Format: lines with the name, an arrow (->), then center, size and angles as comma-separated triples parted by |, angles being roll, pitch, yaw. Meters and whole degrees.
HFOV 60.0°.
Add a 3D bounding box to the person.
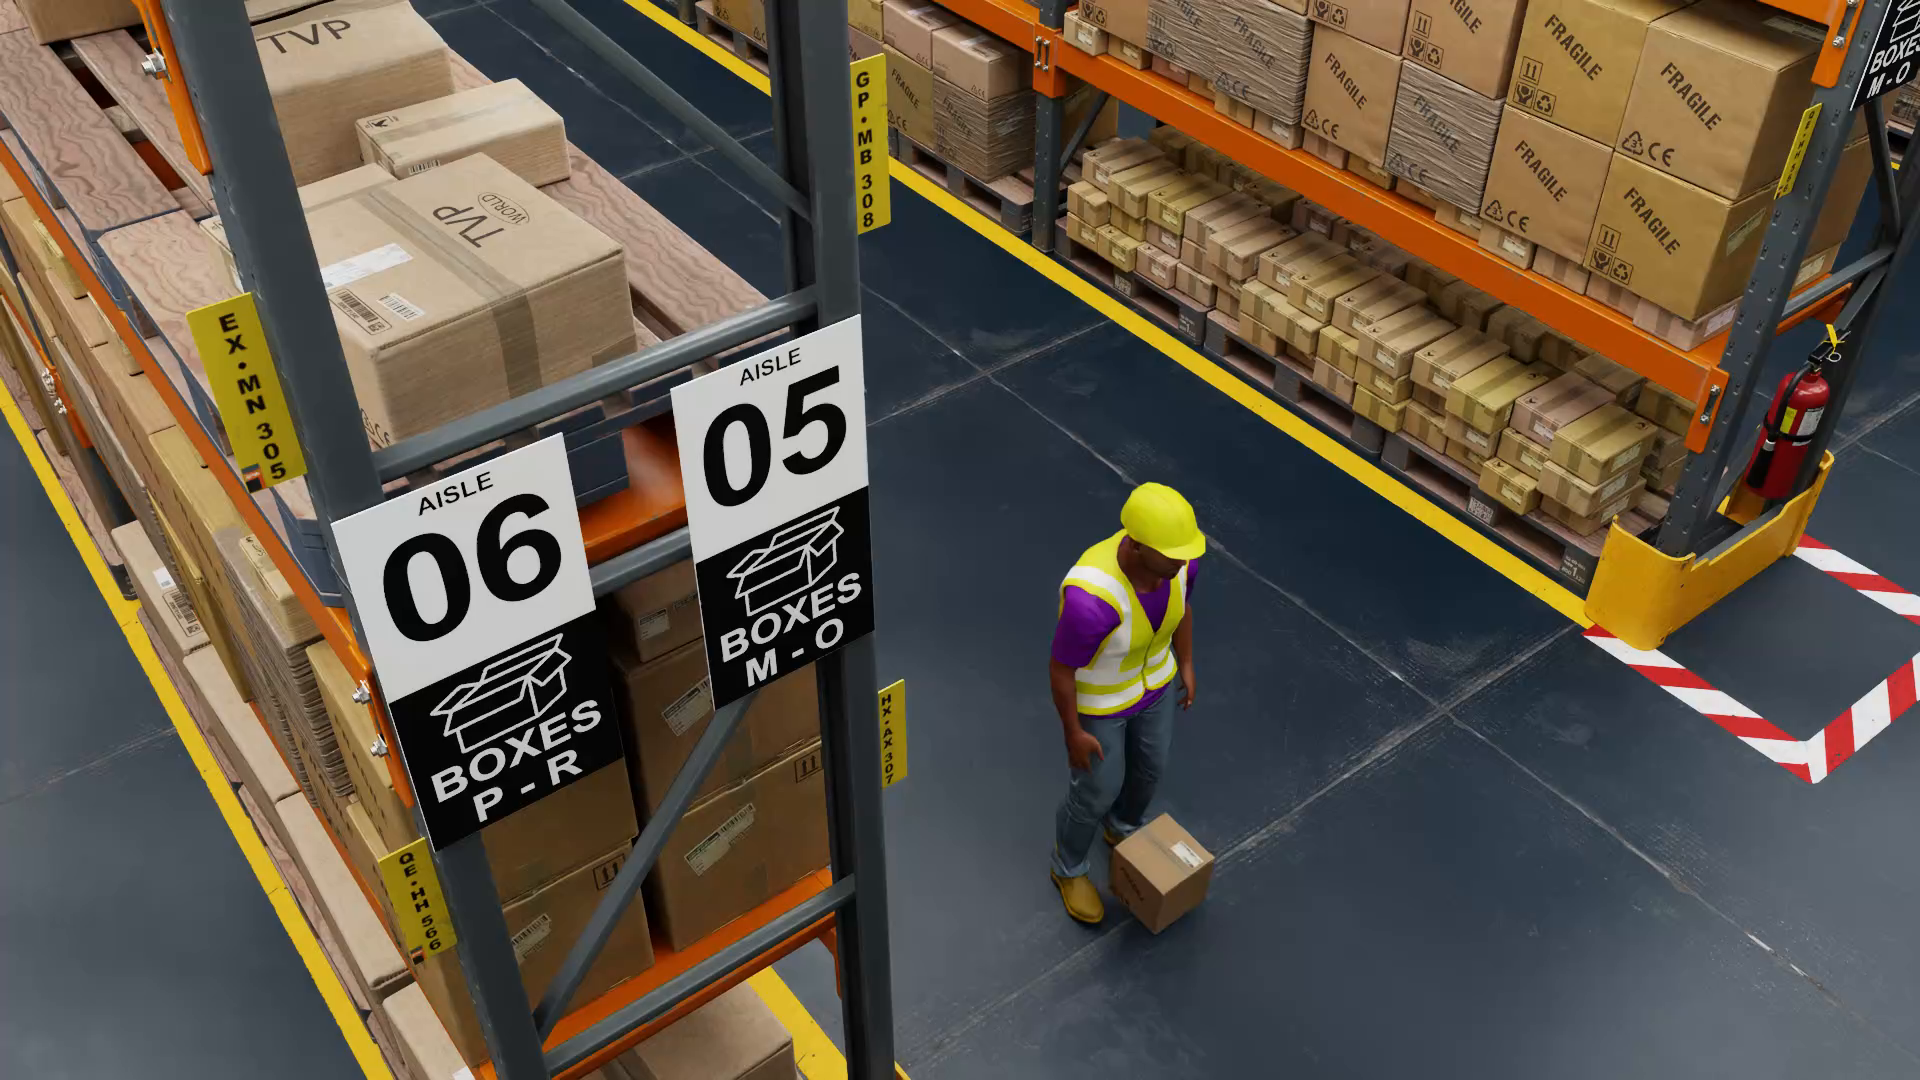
person -> 0.551, 0.509, 5.537 | 0.607, 1.762, 0.449 | -28, 47, -29
